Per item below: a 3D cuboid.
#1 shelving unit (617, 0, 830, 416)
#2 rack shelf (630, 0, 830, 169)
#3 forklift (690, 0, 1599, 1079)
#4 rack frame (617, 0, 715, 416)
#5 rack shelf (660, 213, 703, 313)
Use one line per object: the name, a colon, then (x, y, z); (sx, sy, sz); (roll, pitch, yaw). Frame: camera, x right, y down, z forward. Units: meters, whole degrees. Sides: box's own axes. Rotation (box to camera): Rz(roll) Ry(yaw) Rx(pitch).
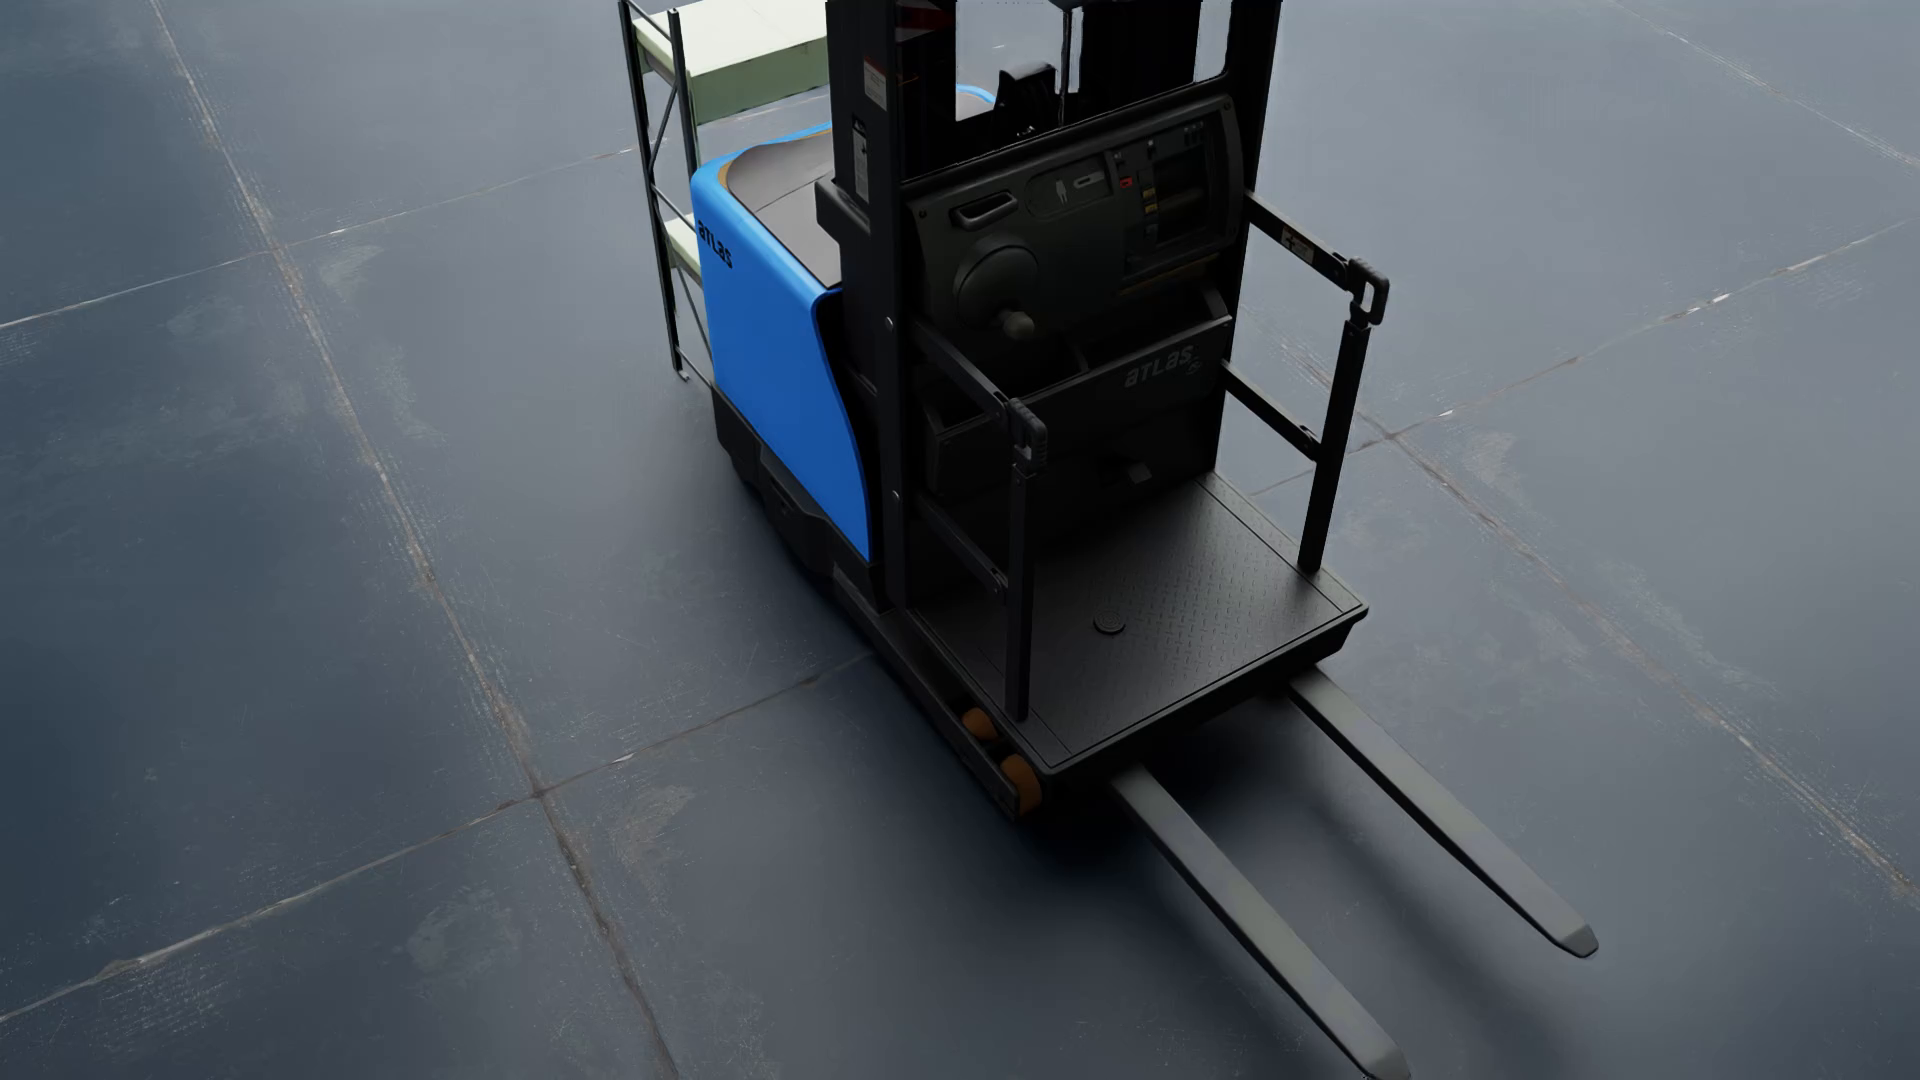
shelving unit: (-0.591, -1.177, 5.386); (0.755, 1.500, 0.431); (-25, 49, -23)
rack shelf: (-0.591, -1.457, 5.114); (0.720, 0.370, 0.431); (-25, 49, -23)
forklift: (0.416, -0.689, 3.856); (1.130, 2.935, 3.031); (-24, 49, -23)
rack frame: (-0.897, -1.037, 5.242); (0.023, 1.500, 0.400); (-25, 49, -23)
rack shelf: (-0.591, -0.943, 5.613); (0.720, 0.370, 0.431); (-25, 49, -23)
